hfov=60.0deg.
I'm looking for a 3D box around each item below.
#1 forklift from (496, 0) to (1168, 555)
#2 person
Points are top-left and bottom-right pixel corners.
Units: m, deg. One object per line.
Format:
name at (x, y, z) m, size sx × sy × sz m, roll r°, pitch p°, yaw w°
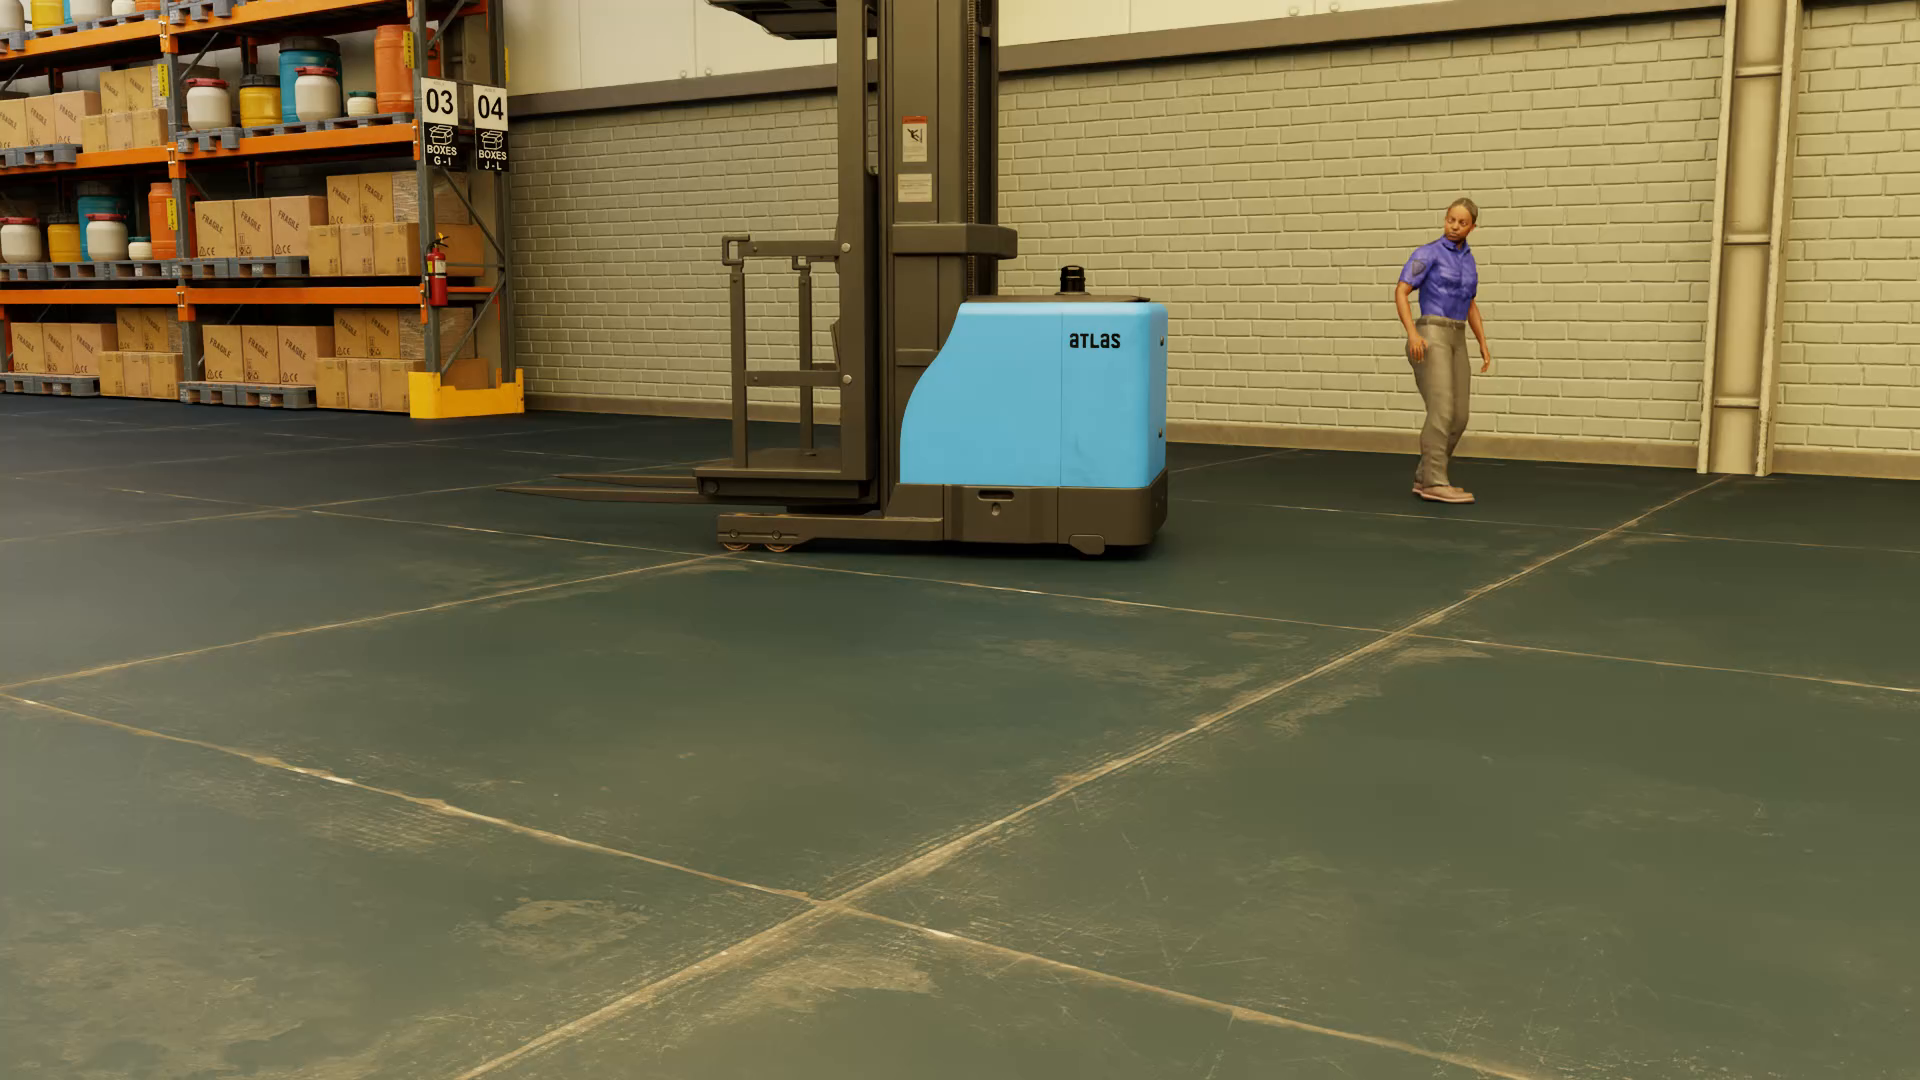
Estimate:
forklift at (-0.596, -1.469, 7.520) m, size 3.031 × 2.935 × 1.130 m, roll 2°, pitch 8°, yaw 12°
person at (2.701, -1.039, 9.099) m, size 0.663 × 1.641 × 0.475 m, roll -7°, pitch 11°, yaw -41°
